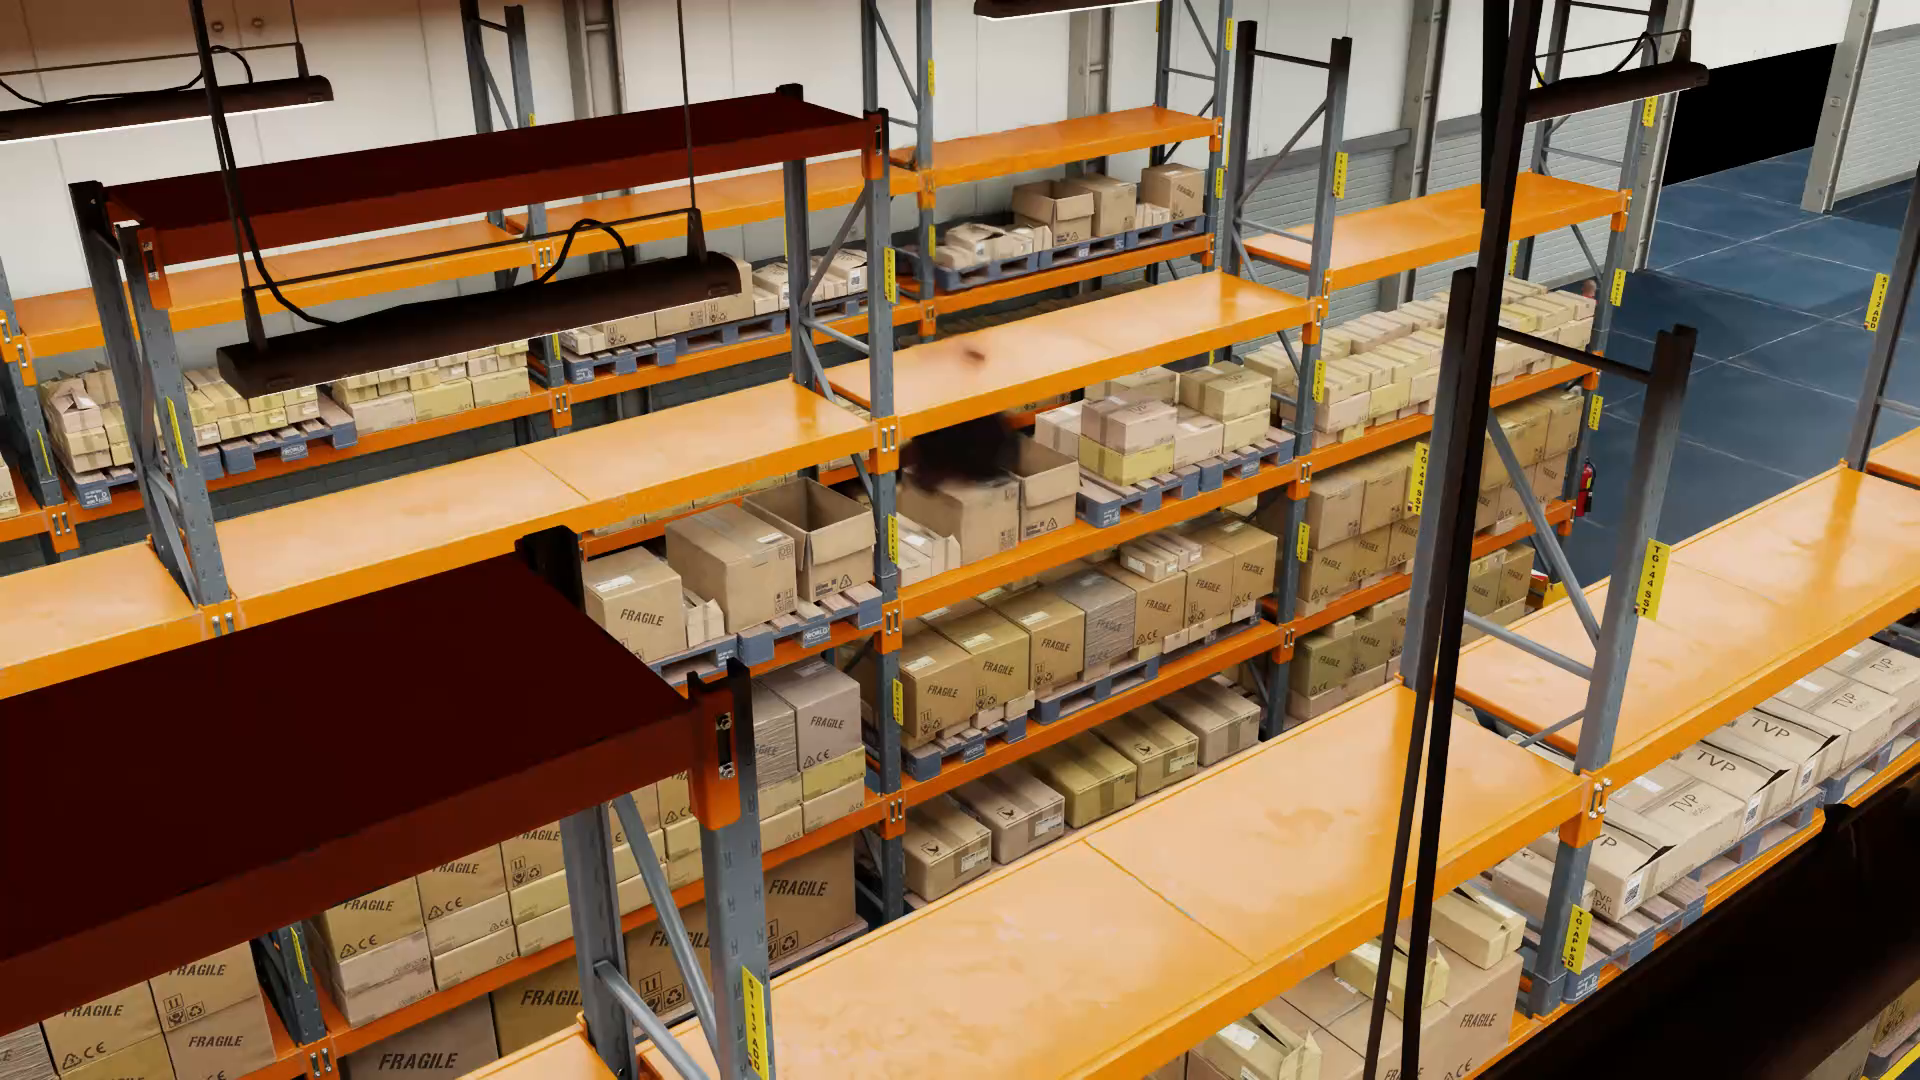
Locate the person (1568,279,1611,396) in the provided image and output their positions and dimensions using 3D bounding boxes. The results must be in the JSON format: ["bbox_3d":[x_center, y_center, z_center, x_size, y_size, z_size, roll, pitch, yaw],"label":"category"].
[{"bbox_3d":[7.917,-2.475,21.278,0.688,1.710,0.826,16,30,29],"label":"person"}]
